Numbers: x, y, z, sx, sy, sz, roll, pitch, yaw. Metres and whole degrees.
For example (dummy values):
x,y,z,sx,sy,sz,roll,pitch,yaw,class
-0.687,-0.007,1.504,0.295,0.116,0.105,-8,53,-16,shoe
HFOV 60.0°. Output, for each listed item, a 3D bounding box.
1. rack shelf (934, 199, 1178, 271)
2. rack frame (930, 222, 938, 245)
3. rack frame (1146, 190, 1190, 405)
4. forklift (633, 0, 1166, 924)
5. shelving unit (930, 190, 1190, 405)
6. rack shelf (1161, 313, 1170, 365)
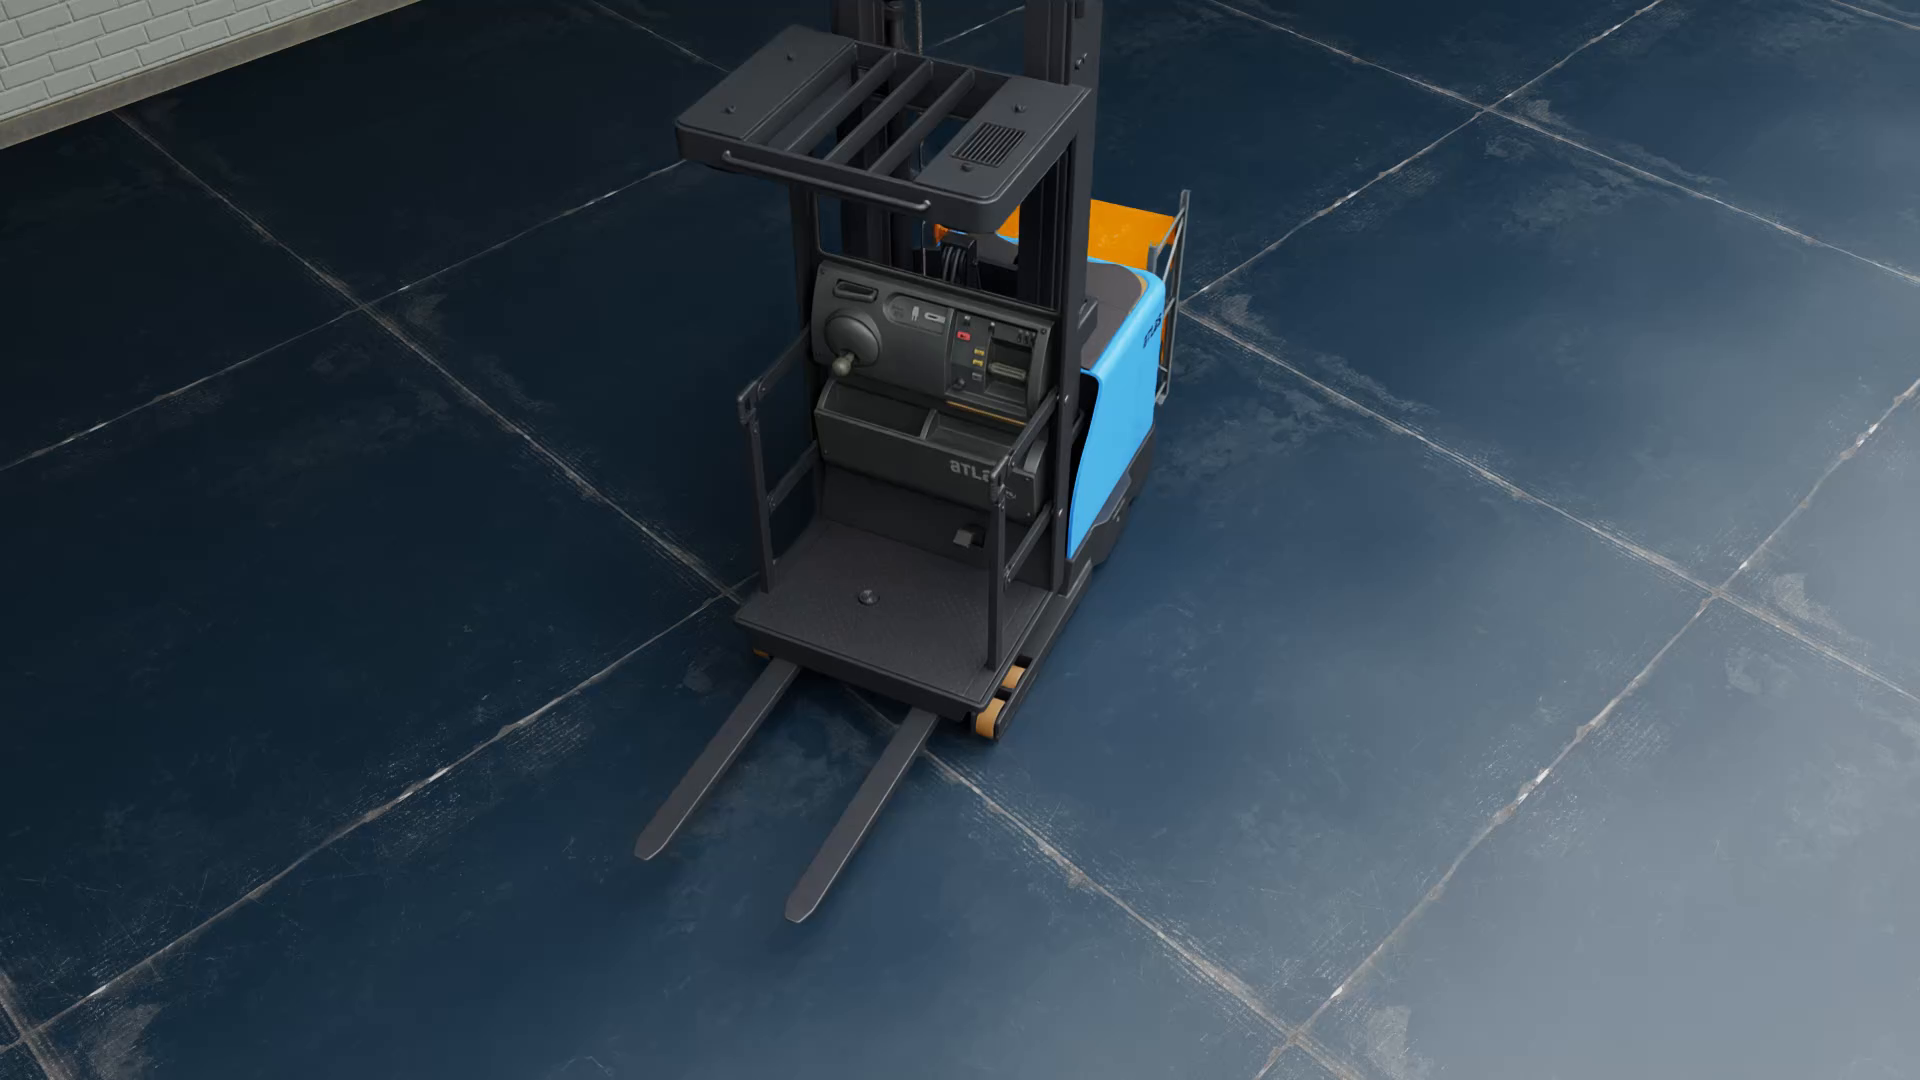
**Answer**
x,y,z,sx,sy,sz,roll,pitch,yaw,class
0.443,-1.337,7.554,1.000,0.278,0.538,16,45,17,rack shelf
-0.025,-1.256,7.898,0.032,1.125,0.500,16,45,17,rack frame
0.911,-0.987,7.606,0.032,1.125,0.500,16,45,17,rack frame
-0.204,-0.639,5.899,1.130,2.935,3.031,18,46,18,forklift
0.443,-1.122,7.752,1.048,1.125,0.538,16,45,17,shelving unit
0.443,-0.942,7.918,1.000,0.278,0.538,16,45,17,rack shelf
